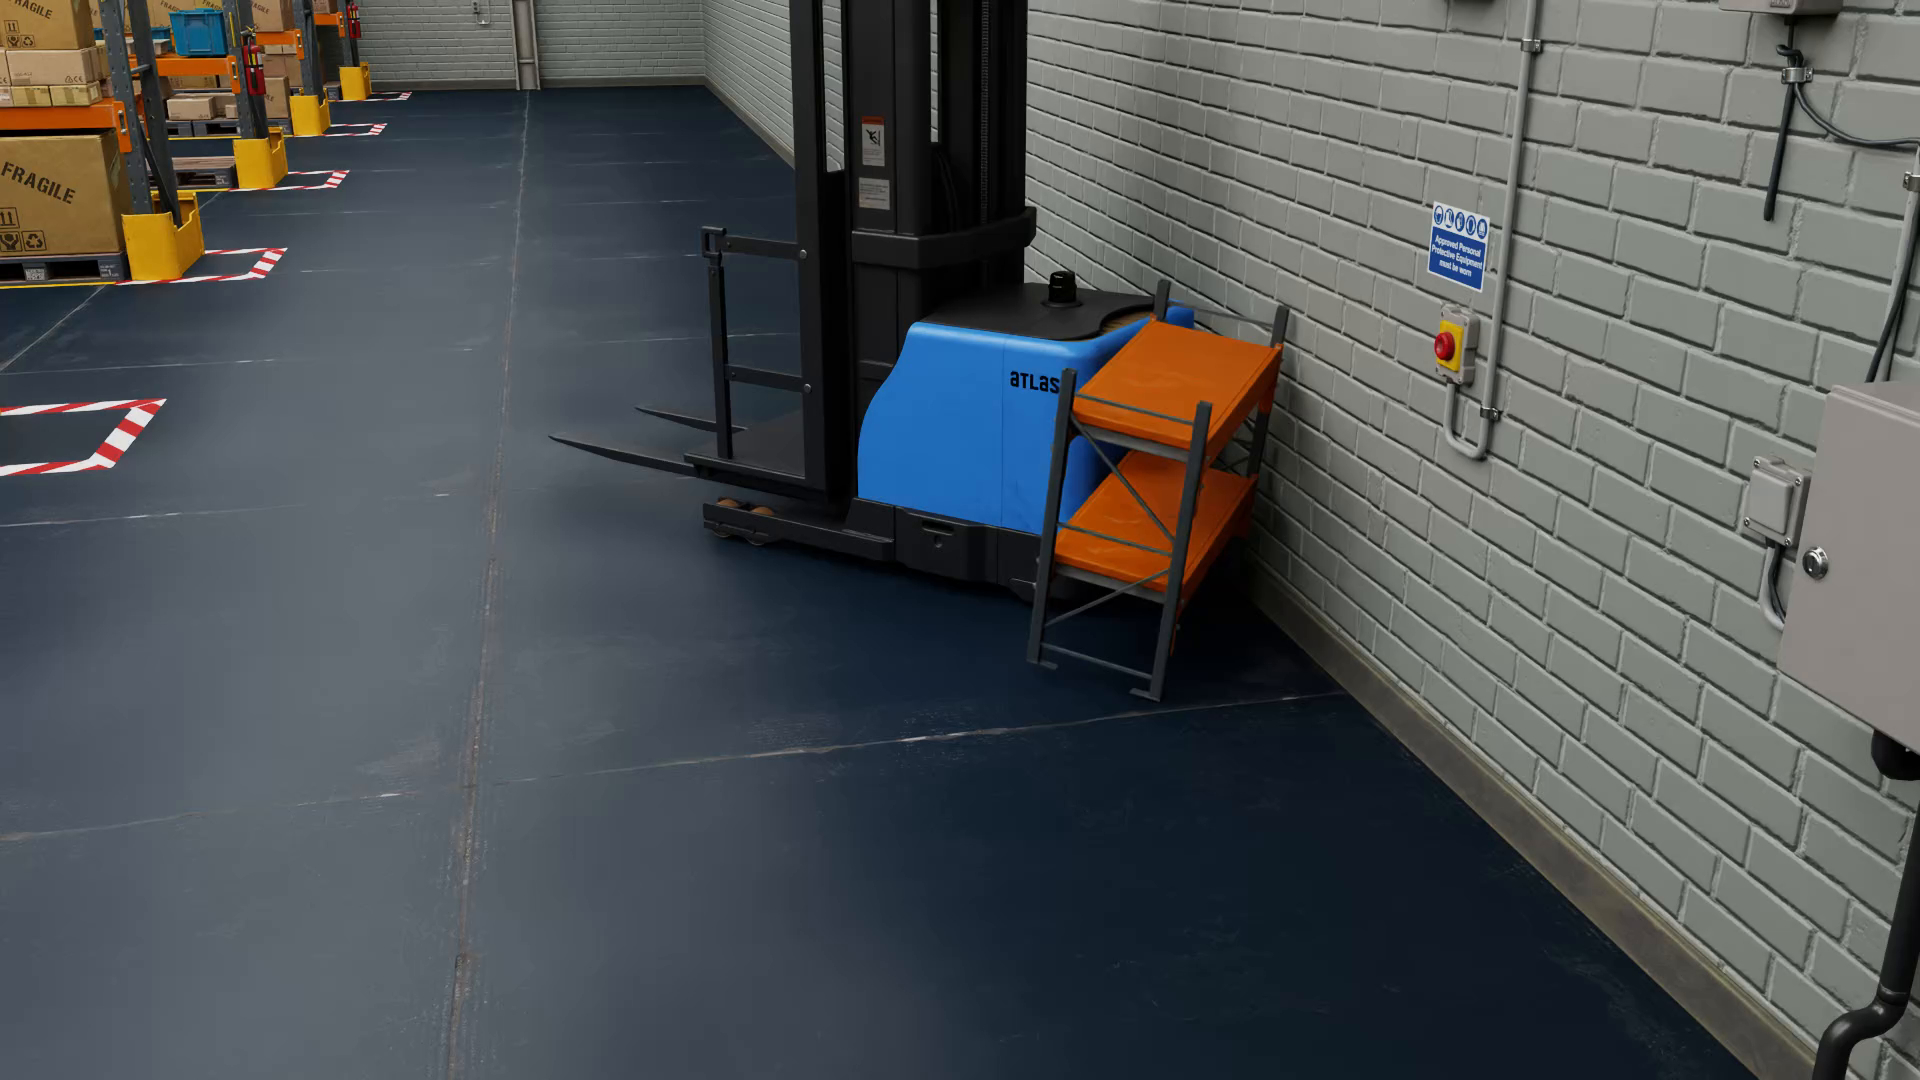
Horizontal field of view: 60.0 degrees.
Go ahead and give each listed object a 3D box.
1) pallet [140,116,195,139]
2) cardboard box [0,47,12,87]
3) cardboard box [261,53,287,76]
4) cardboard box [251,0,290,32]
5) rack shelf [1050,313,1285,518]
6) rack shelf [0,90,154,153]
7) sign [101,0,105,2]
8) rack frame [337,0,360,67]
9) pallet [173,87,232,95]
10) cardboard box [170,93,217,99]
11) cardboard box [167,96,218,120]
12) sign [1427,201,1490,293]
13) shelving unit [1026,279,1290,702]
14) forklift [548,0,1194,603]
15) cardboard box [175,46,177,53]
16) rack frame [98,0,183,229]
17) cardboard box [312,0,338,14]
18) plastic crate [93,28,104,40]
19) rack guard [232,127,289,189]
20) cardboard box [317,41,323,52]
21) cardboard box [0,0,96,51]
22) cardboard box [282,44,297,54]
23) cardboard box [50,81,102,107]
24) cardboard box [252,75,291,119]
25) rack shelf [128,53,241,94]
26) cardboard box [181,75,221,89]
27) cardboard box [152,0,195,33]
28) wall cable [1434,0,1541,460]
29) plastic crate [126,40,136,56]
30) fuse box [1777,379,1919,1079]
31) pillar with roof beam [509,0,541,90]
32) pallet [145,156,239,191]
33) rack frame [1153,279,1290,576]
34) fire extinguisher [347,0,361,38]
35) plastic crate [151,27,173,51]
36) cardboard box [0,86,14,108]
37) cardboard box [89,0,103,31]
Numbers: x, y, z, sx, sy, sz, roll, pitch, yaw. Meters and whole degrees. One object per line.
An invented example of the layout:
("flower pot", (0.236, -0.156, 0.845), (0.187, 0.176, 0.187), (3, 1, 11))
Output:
("pallet", (-10.640, -5.433, 21.839), (1.213, 0.211, 1.003), (-5, 21, -12))
("cardboard box", (-7.234, -3.493, 12.274), (0.500, 0.250, 0.500), (-5, 21, -13))
("cardboard box", (-10.894, -7.460, 26.342), (0.500, 0.500, 0.700), (-5, 21, -13))
("cardboard box", (-8.979, -6.827, 21.446), (0.500, 0.500, 0.500), (-4, 20, -11))
("rack shelf", (0.747, -0.464, 5.858), (0.538, 0.278, 1.000), (16, 30, 19))
("rack shelf", (-8.276, -3.095, 12.448), (4.000, 0.370, 1.077), (-5, 21, -12))
("sign", (-6.218, -4.063, 12.017), (0.005, 0.325, 0.100), (-5, 21, -12))
("rack frame", (-9.749, -8.565, 26.335), (0.127, 3.000, 1.000), (-5, 21, -12))
("pallet", (-11.694, -7.071, 26.310), (1.213, 0.211, 1.003), (-5, 21, -12))
("cardboard box", (-10.173, -5.795, 22.132), (0.500, 0.250, 0.500), (-5, 21, -12))
("cardboard box", (-10.010, -5.632, 21.686), (0.500, 0.250, 0.500), (-5, 21, -12))
("sign", (1.481, -0.876, 4.951), (0.001, 0.218, 0.327), (-5, 21, -12))
("shelving unit", (0.722, -0.209, 5.999), (0.538, 1.125, 1.048), (16, 30, 19))
("forklift", (-0.534, -1.492, 7.125), (3.031, 2.935, 1.130), (12, 23, 30))
("cardboard box", (-12.007, -7.609, 25.805), (0.250, 0.149, 0.380), (-5, 21, -14))
("rack frame", (-6.330, -3.591, 12.756), (0.127, 3.000, 1.000), (-5, 21, -12))
("cardboard box", (-10.243, -8.662, 26.164), (0.700, 0.700, 0.980), (-4, 20, -10))
("plastic crate", (-9.067, -5.185, 17.263), (0.300, 0.233, 0.416), (-5, 21, -12))
("rack guard", (-7.449, -4.081, 17.729), (0.348, 0.500, 1.175), (-5, 21, -12))
("cardboard box", (-10.332, -7.881, 26.548), (0.250, 0.149, 0.380), (-5, 21, -12))
("cardboard box", (-6.743, -3.886, 12.256), (0.500, 0.500, 0.500), (-4, 21, -12))
("cardboard box", (-10.490, -7.733, 26.144), (0.250, 0.149, 0.380), (-5, 21, -13))
("cardboard box", (-6.601, -3.334, 12.421), (0.250, 0.149, 0.380), (-4, 21, -11))
("cardboard box", (-9.078, -5.814, 21.821), (0.500, 0.500, 0.500), (-5, 21, -12))
("rack shelf", (-9.416, -4.753, 16.973), (4.000, 0.370, 1.077), (-5, 21, -12))
("cardboard box", (-11.901, -7.375, 26.111), (0.500, 0.500, 0.700), (-4, 21, -11))
("cardboard box", (-9.970, -6.747, 21.228), (0.500, 0.500, 0.500), (-4, 21, -12))
("wall cable", (1.433, -1.219, 4.760), (0.123, 1.953, 0.585), (-5, 21, -12))
("plastic crate", (-8.507, -5.010, 16.926), (0.243, 0.136, 0.396), (-5, 21, -12))
("fuse box", (1.774, 0.592, 3.211), (0.414, 1.711, 0.539), (-5, 21, -12))
("pillar with roof beam", (-6.330, -10.444, 22.743), (0.400, 9.000, 9.100), (-5, 21, -12))
("pallet", (-8.281, -3.887, 17.619), (1.213, 0.211, 1.003), (-5, 21, -12))
("rack frame", (0.927, -0.418, 6.414), (0.500, 1.125, 0.032), (16, 30, 19))
("fire extinguisher", (-9.496, -8.211, 26.023), (0.183, 0.674, 0.296), (-5, 21, -12))
("plastic crate", (-8.426, -5.237, 17.406), (0.300, 0.233, 0.416), (-5, 21, -12))
("cardboard box", (-7.099, -3.294, 12.310), (0.250, 0.149, 0.380), (-5, 21, -12))
("cardboard box", (-10.955, -6.667, 21.008), (0.500, 0.500, 0.500), (-5, 21, -13))
